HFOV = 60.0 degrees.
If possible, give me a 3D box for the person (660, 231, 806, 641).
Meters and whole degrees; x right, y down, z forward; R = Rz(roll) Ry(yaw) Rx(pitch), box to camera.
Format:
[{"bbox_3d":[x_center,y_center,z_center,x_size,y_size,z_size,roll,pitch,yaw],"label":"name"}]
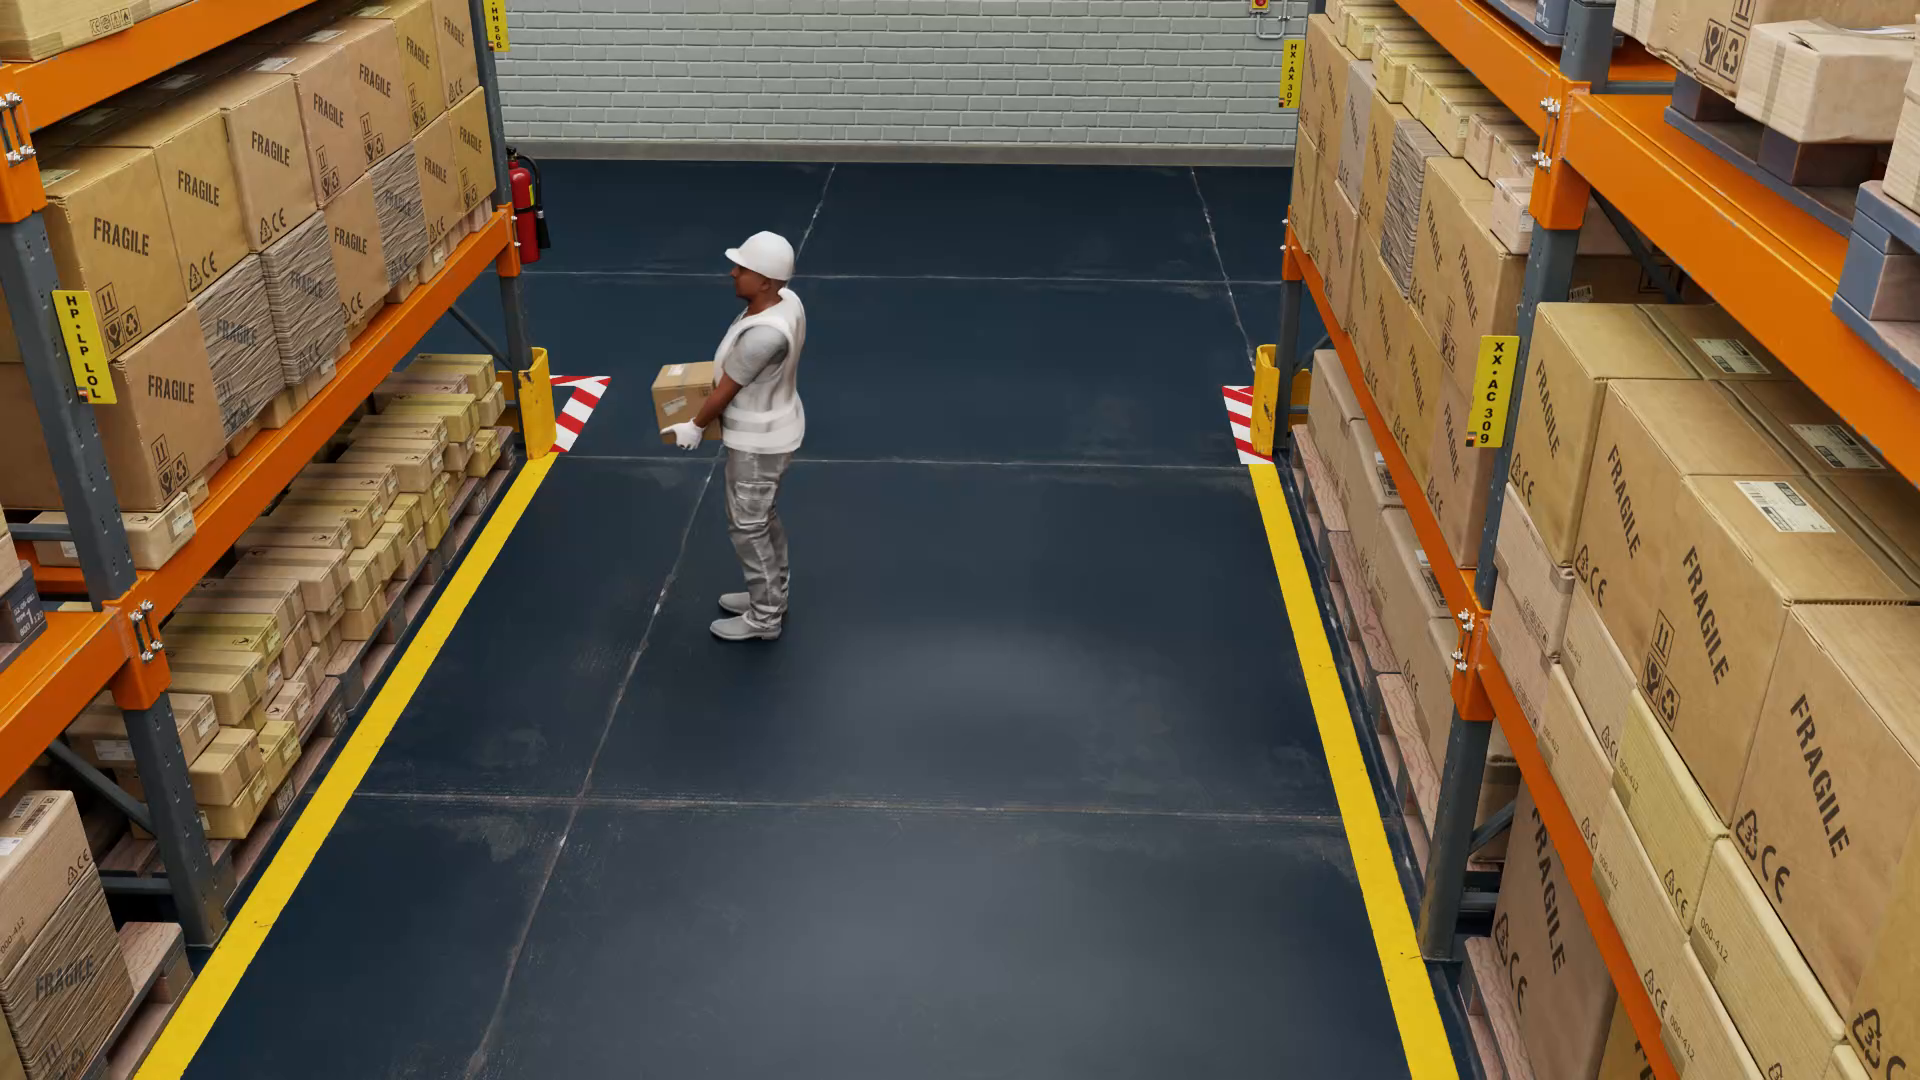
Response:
[{"bbox_3d":[-0.924,-0.416,6.897,0.584,1.779,0.487,1,28,2],"label":"person"}]
